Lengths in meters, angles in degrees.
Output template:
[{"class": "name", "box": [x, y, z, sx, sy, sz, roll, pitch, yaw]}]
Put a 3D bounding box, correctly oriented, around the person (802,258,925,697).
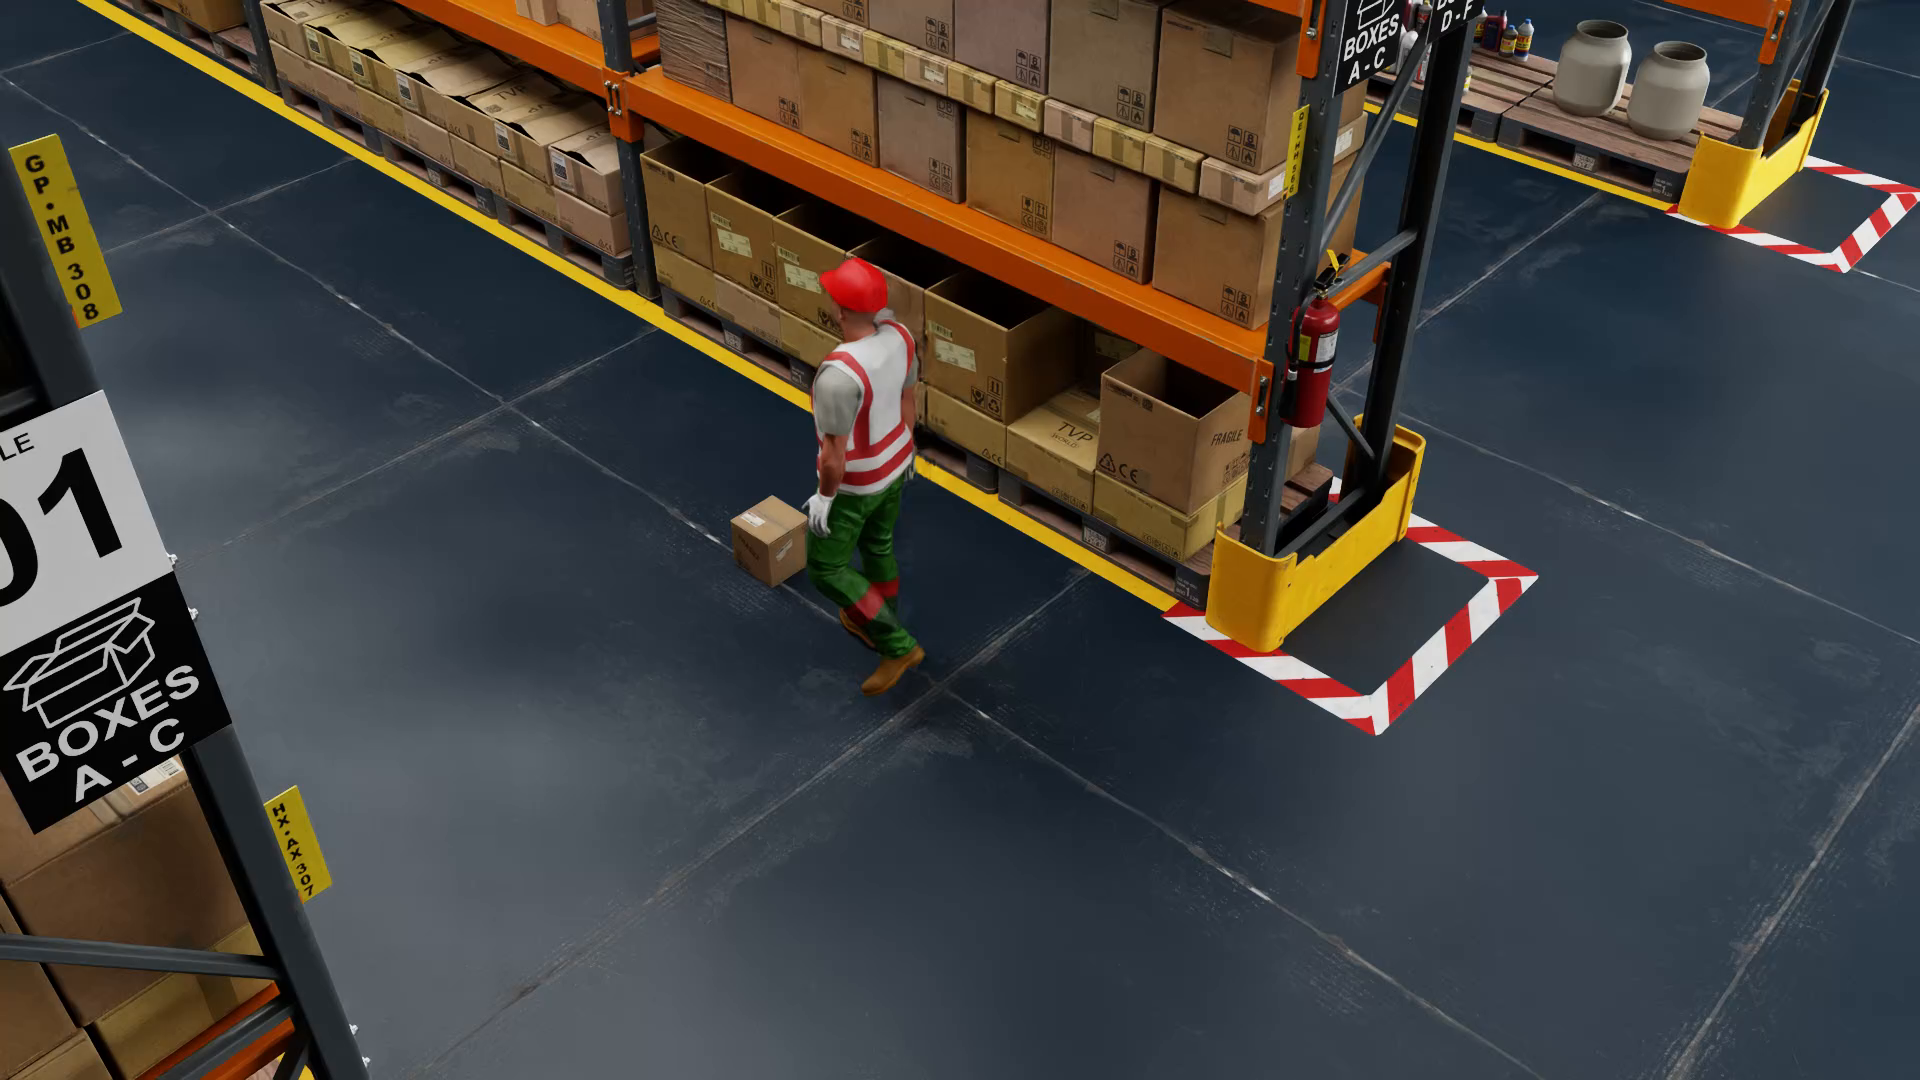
[{"class": "person", "box": [-0.322, -0.226, 6.390, 0.572, 1.787, 0.621, 22, 44, 25]}]
